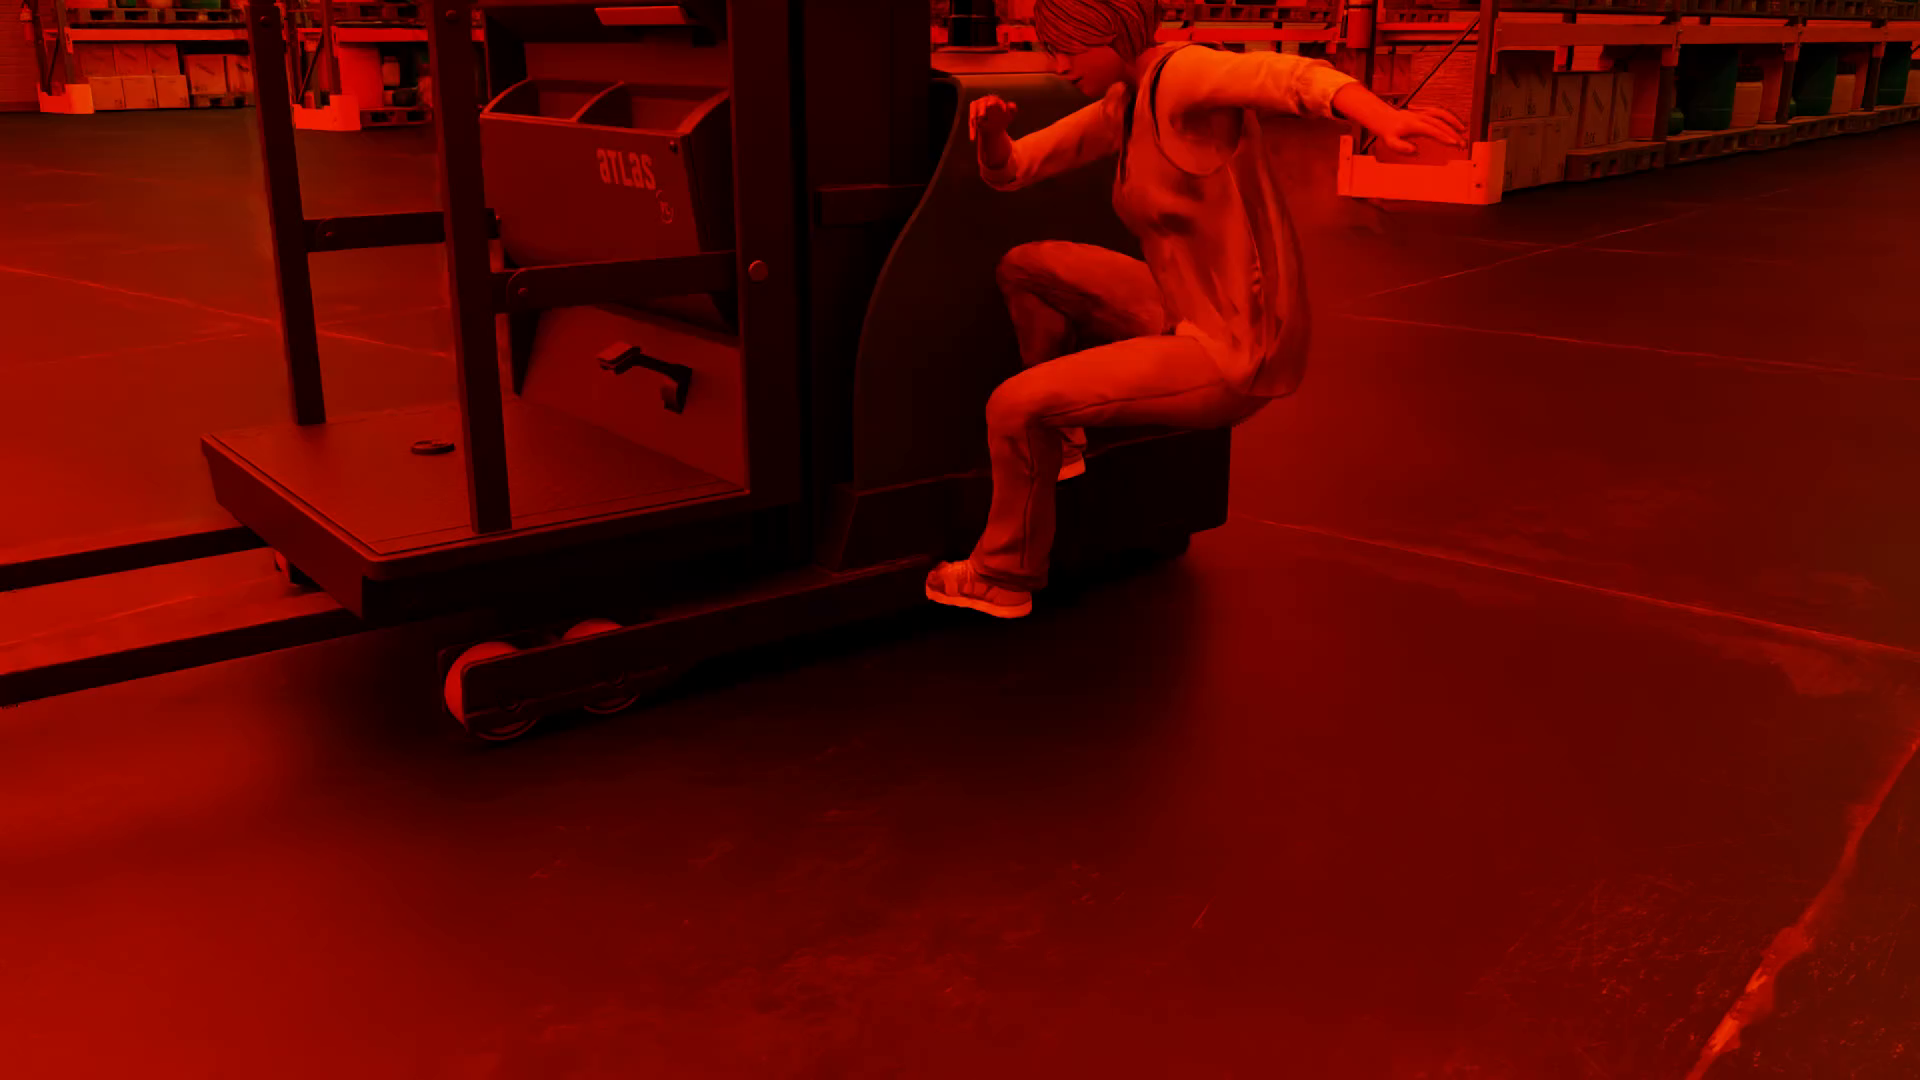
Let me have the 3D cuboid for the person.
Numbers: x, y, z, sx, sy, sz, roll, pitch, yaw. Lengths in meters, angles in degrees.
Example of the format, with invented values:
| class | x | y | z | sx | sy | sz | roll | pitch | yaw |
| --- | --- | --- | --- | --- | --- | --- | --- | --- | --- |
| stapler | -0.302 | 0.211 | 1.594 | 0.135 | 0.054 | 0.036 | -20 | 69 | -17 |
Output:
| class | x | y | z | sx | sy | sz | roll | pitch | yaw |
| --- | --- | --- | --- | --- | --- | --- | --- | --- | --- |
| person | 0.289 | -0.381 | 2.900 | 0.748 | 1.204 | 1.131 | -1 | 17 | -5 |

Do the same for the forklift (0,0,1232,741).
| class | x | y | z | sx | sy | sz | roll | pitch | yaw |
| --- | --- | --- | --- | --- | --- | --- | --- | --- | --- |
| forklift | -0.863 | -1.235 | 2.964 | 3.031 | 2.935 | 1.130 | -12 | 21 | -35 |
